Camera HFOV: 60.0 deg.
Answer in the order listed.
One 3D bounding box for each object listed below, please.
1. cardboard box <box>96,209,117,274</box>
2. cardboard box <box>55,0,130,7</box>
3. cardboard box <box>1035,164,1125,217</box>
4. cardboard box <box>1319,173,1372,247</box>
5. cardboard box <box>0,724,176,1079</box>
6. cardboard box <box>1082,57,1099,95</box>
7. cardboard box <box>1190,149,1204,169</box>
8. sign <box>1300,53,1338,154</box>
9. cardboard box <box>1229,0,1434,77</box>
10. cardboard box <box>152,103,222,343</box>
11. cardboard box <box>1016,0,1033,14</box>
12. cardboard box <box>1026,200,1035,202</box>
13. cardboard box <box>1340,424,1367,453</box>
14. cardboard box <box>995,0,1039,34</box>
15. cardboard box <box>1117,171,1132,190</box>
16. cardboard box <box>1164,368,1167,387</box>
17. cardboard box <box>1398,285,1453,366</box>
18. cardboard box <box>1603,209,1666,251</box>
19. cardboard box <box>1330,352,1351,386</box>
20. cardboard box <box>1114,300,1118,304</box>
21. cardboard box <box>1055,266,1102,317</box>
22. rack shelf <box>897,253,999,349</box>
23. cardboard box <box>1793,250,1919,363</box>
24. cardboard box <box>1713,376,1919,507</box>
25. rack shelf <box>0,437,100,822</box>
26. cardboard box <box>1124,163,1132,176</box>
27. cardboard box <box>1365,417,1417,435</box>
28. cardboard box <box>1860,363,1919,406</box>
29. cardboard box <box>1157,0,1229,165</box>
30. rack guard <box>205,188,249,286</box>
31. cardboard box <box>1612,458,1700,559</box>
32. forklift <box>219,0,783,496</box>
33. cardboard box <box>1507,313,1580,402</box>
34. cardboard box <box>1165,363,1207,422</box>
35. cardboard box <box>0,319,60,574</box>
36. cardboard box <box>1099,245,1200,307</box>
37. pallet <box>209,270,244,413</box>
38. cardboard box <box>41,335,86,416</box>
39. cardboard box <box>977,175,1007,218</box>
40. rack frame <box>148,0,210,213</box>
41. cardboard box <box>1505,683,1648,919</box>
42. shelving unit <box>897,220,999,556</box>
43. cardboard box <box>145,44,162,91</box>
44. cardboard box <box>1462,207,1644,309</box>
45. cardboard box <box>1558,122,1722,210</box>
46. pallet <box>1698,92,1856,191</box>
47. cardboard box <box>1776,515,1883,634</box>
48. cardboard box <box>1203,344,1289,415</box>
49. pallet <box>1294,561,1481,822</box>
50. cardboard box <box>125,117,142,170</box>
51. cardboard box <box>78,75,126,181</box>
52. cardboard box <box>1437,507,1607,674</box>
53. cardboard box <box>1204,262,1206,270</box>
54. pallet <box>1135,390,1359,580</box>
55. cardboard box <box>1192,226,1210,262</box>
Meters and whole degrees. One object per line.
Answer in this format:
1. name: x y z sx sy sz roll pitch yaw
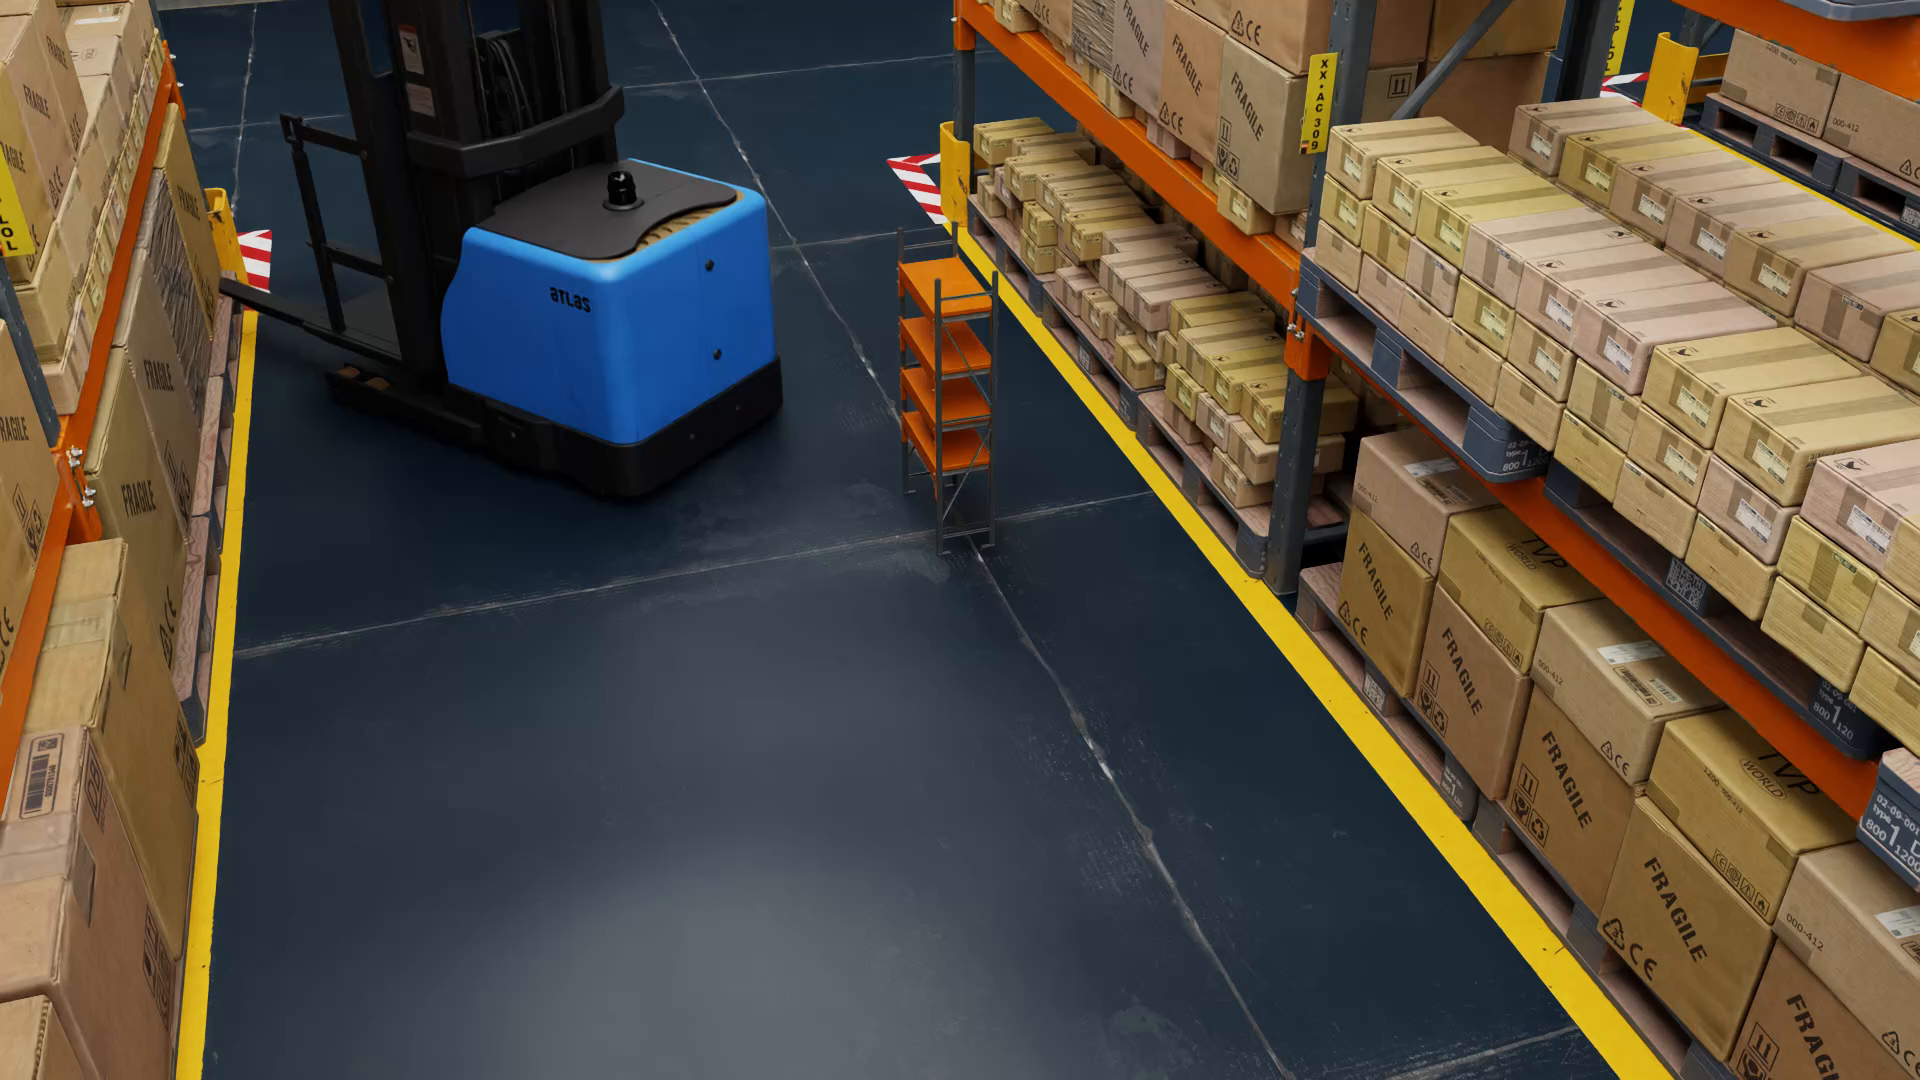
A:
1. cardboard box: -3.173 -1.017 5.796 0.380 0.149 0.250 -10 35 -15
2. cardboard box: -3.899 -2.625 7.188 0.500 0.500 0.500 -10 35 -14
3. cardboard box: 0.601 -1.751 8.344 0.380 0.149 0.250 -12 35 -17
4. cardboard box: 1.359 -1.054 5.201 0.380 0.149 0.250 -9 35 -14
5. cardboard box: -2.590 1.150 3.834 1.225 0.875 0.875 -11 35 -16
6. cardboard box: 0.767 -2.103 7.440 0.380 0.149 0.250 -9 34 -13
7. cardboard box: 1.146 -1.563 6.623 0.380 0.149 0.250 -11 35 -16
8. sign: 1.162 -1.409 5.377 0.100 0.325 0.005 -10 35 -15
9. cardboard box: 1.276 -1.928 5.679 0.500 0.500 0.500 -11 35 -16
10. cardboard box: -4.027 -1.429 7.738 0.875 0.875 0.875 -10 35 -15
11. cardboard box: 0.518 -2.851 7.982 0.500 0.500 0.500 -10 35 -15
12. cardboard box: 0.560 -1.768 8.640 0.380 0.149 0.250 -10 35 -14
13. cardboard box: 1.790 -0.514 7.012 0.380 0.149 0.250 -9 35 -13
14. cardboard box: 0.391 -2.637 8.247 0.380 0.149 0.250 -11 35 -16
15. cardboard box: 1.049 -1.852 8.767 0.380 0.149 0.250 -11 35 -17
16. cardboard box: 1.126 -0.715 7.316 0.380 0.149 0.250 -11 35 -16
17. cardboard box: 1.521 -0.653 4.865 0.380 0.149 0.250 -10 35 -14
18. cardboard box: 2.140 -0.893 4.958 0.380 0.149 0.250 -9 34 -13
19. cardboard box: 1.741 -0.748 6.826 0.380 0.149 0.250 -8 34 -12
20. cardboard box: 0.902 -1.213 7.800 0.380 0.149 0.250 -8 34 -12
21. cardboard box: 0.687 -1.232 8.098 0.380 0.149 0.250 -12 35 -17
22. rack shelf: -0.050 -0.915 6.334 0.258 0.148 0.480 -10 35 -15
23. cardboard box: 2.382 -0.600 4.244 0.380 0.149 0.250 -12 35 -17
24. cardboard box: 1.918 -0.221 3.672 0.380 0.149 0.250 -8 34 -12
25. rack shelf: -2.468 0.988 3.187 1.077 0.370 4.000 -10 35 -15
26. cardboard box: 1.081 -1.986 8.700 0.380 0.149 0.250 -11 35 -16
27. cardboard box: 1.871 -0.498 6.717 0.380 0.149 0.250 -8 34 -13
28. cardboard box: 2.460 -0.342 4.124 0.380 0.149 0.250 -9 34 -13
29. cardboard box: 1.103 -1.789 6.375 0.500 0.500 0.500 -11 35 -16
30. rack guard: -4.305 -1.432 8.464 1.175 0.500 0.348 -10 35 -15
31. cardboard box: 1.836 -0.112 4.046 0.380 0.149 0.250 -12 35 -17
32. forklift: -2.319 -2.021 7.149 3.031 2.935 1.130 20 38 27
33. cardboard box: 1.683 -0.505 4.370 0.380 0.149 0.250 -9 34 -13
34. cardboard box: 1.085 -0.643 6.937 0.380 0.149 0.250 -11 35 -16
35. cardboard box: -2.675 -0.205 4.248 0.500 0.500 0.500 -10 35 -15
36. cardboard box: 0.852 -1.193 7.500 0.380 0.149 0.250 -11 35 -16
37. pallet: -3.980 -0.892 7.909 1.003 0.211 1.213 -10 35 -15
38. cardboard box: -2.851 -0.469 4.967 0.380 0.149 0.250 -10 35 -15
39. cardboard box: 0.311 -1.900 9.110 0.380 0.149 0.250 -9 35 -14
40. rack frame: -4.298 -2.463 7.756 1.000 3.000 0.127 -10 35 -15
41. cardboard box: 1.985 0.707 4.846 0.500 0.500 0.500 -9 35 -14
42. shelving unit: -0.050 -0.587 6.551 0.258 1.200 0.503 -10 35 -15
43. cardboard box: -3.795 -2.090 7.420 0.380 0.149 0.250 -10 35 -14
44. cardboard box: 1.599 -0.766 4.496 0.380 0.149 0.250 -10 35 -15
45. cardboard box: 2.068 -1.143 5.067 0.380 0.149 0.250 -11 35 -16
46. pallet: 5.458 -2.559 10.431 1.003 0.211 1.213 -10 35 -15
47. cardboard box: 1.997 0.039 3.547 0.380 0.149 0.250 -10 35 -15
48. cardboard box: 1.204 -0.648 6.675 0.380 0.149 0.250 -10 35 -14
49. pallet: 1.915 0.428 5.910 1.003 0.211 1.213 -10 35 -15
50. cardboard box: -3.483 -1.554 6.609 0.380 0.149 0.250 -10 35 -15
51. cardboard box: -3.425 -1.508 6.177 0.500 0.250 0.500 -10 35 -15
52. cardboard box: 1.815 0.123 5.049 0.500 0.250 0.500 -9 35 -13
53. cardboard box: 1.391 -1.304 7.938 0.380 0.149 0.250 -10 35 -14
54. pallet: 1.438 -0.327 7.053 1.003 0.211 1.213 -10 35 -15
55. cardboard box: 1.316 -1.418 7.840 0.380 0.149 0.250 -10 35 -14
